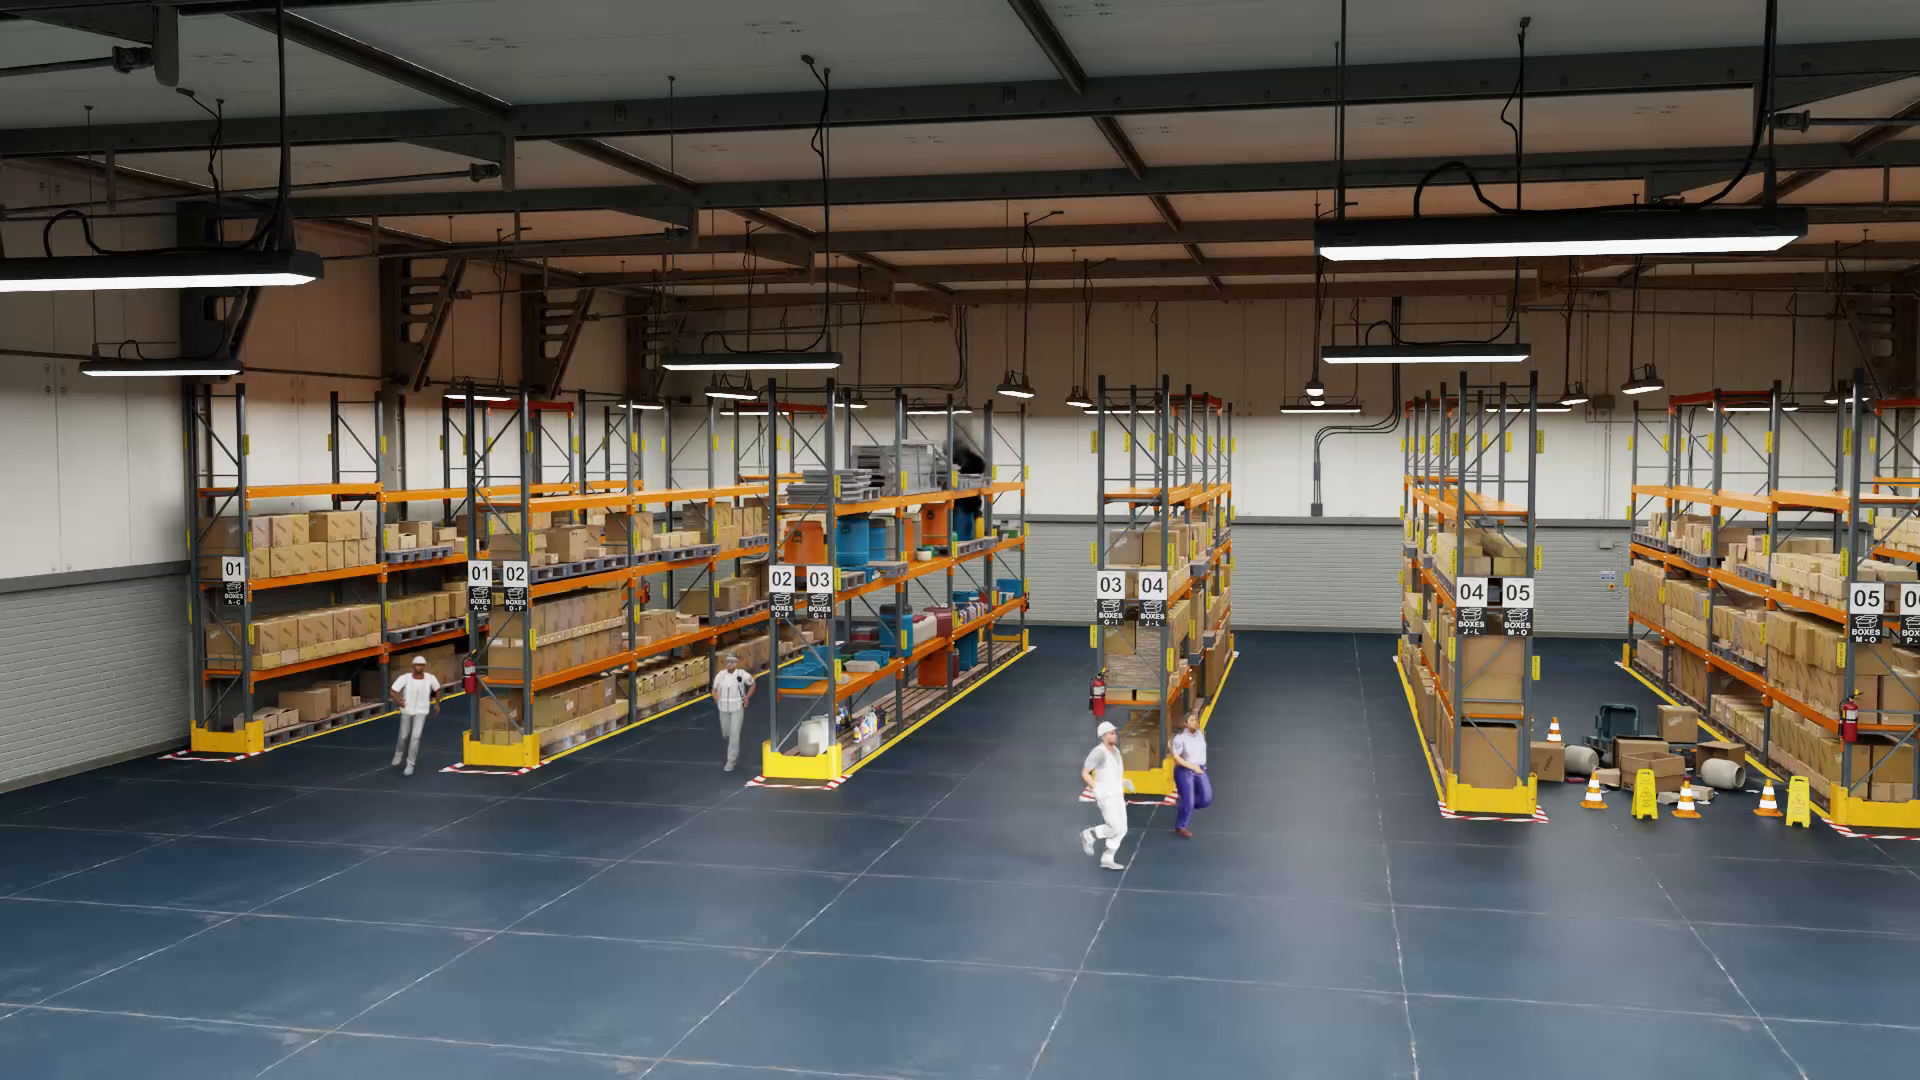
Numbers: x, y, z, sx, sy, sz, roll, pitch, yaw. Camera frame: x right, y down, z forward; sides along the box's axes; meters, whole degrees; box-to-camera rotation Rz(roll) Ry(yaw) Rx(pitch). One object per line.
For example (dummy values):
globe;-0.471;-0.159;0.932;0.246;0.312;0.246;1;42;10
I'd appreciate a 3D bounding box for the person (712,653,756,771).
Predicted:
person;-3.552;2.639;25.968;0.664;1.790;0.944;1;3;9

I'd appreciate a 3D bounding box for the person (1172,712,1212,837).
person;2.965;3.031;21.228;0.612;1.523;0.612;-2;4;-32

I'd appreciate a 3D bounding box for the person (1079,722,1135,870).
person;1.730;3.013;19.651;0.600;1.739;0.660;2;4;37

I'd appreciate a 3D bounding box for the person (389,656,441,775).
person;-8.357;2.657;25.523;0.759;1.750;0.959;-1;3;-18
